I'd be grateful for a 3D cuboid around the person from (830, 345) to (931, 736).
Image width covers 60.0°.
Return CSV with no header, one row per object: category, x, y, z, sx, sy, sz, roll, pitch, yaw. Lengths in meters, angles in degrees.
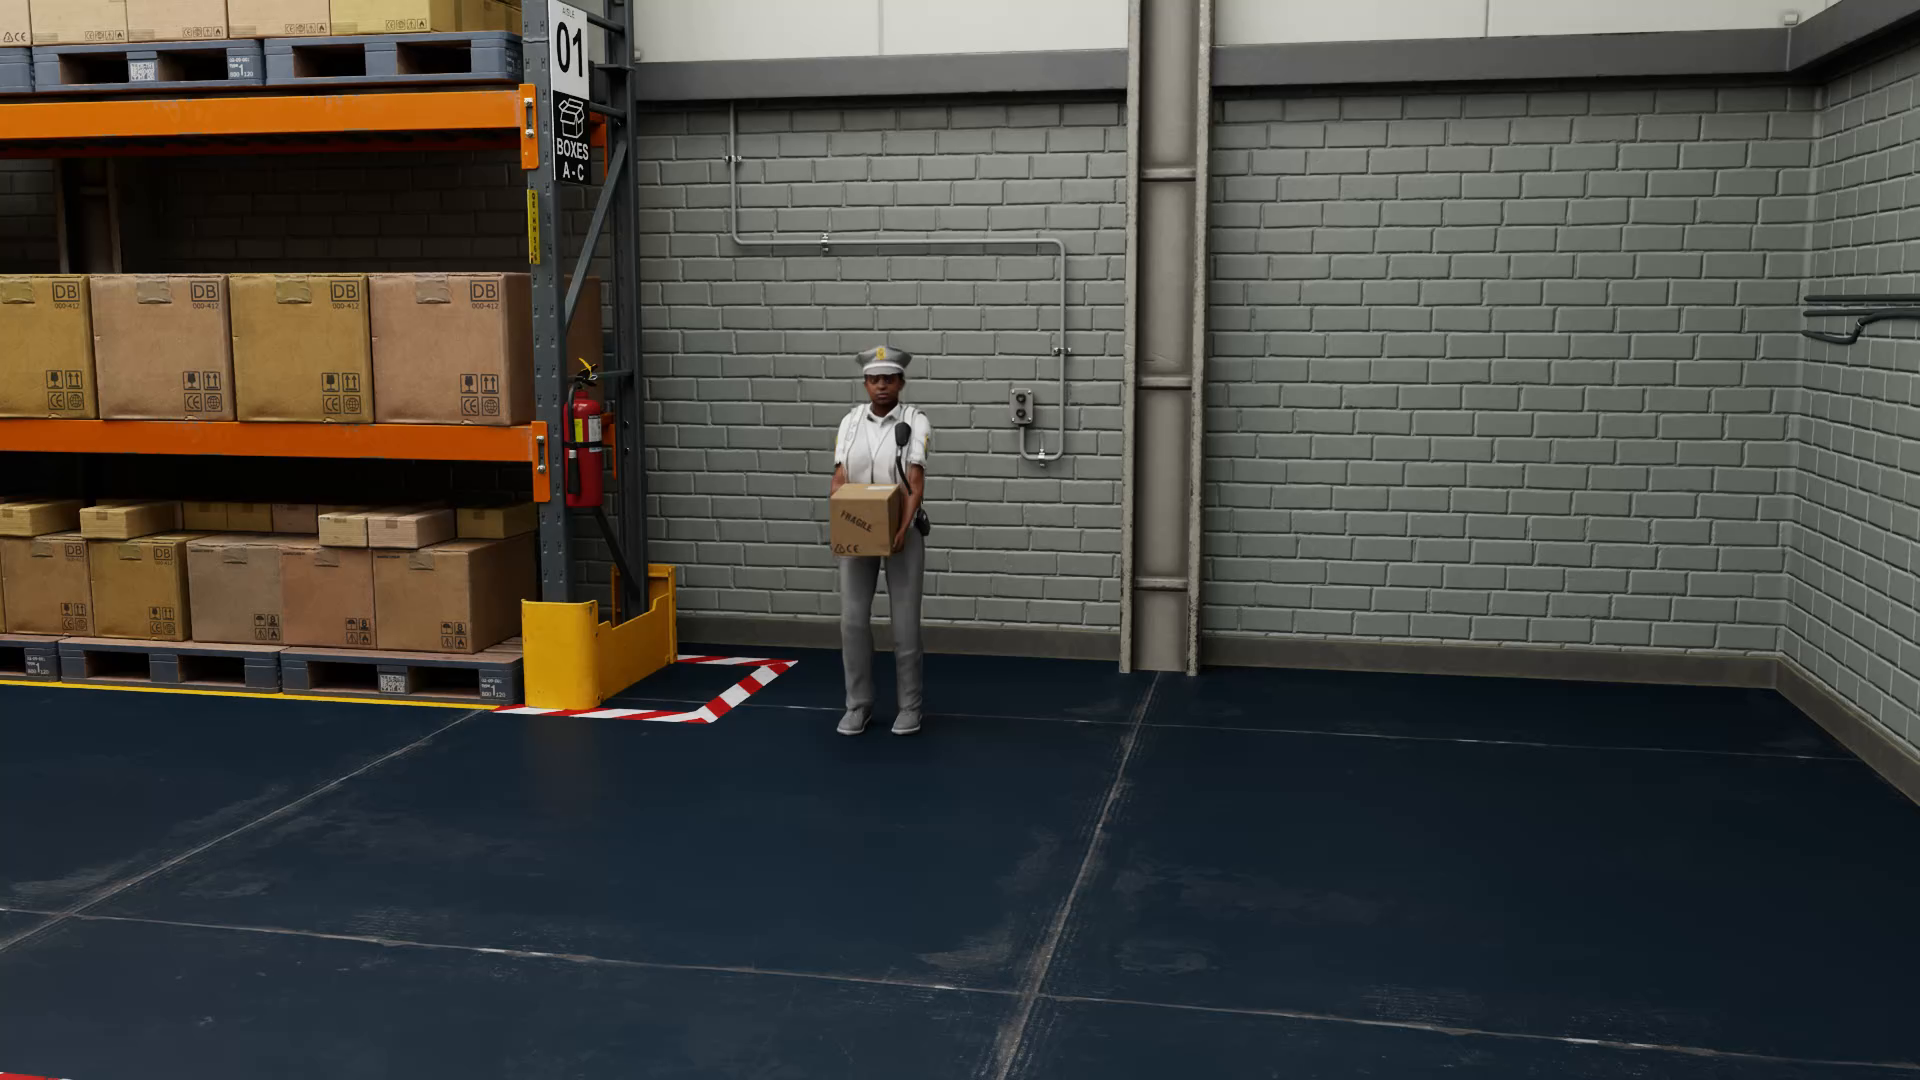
person,-6.309,0.449,3.544,10.821,1.843,9.929,1,8,10
